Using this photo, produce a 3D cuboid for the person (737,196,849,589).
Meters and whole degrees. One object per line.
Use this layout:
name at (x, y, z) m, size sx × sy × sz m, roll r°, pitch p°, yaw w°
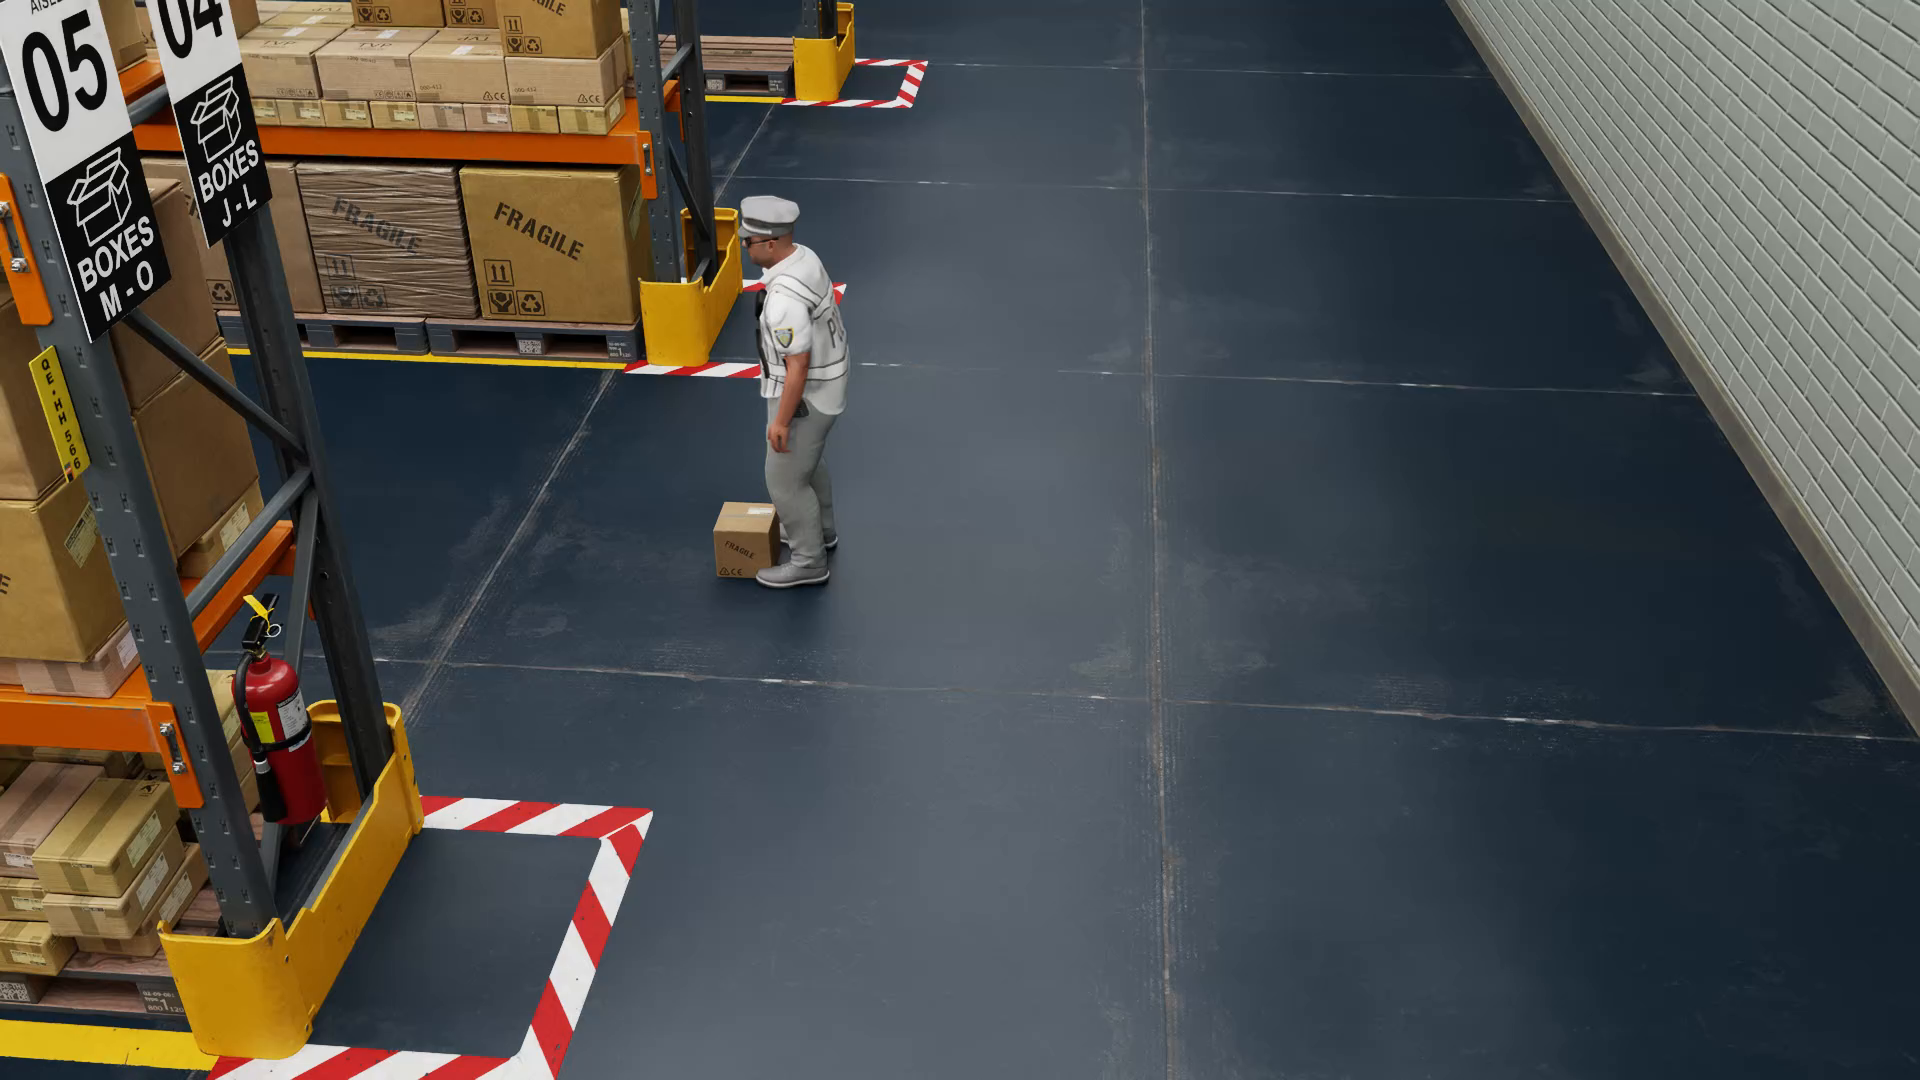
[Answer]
person at (-0.693, -0.626, 7.137) m, size 0.439 × 1.751 × 0.606 m, roll 1°, pitch 32°, yaw 1°
